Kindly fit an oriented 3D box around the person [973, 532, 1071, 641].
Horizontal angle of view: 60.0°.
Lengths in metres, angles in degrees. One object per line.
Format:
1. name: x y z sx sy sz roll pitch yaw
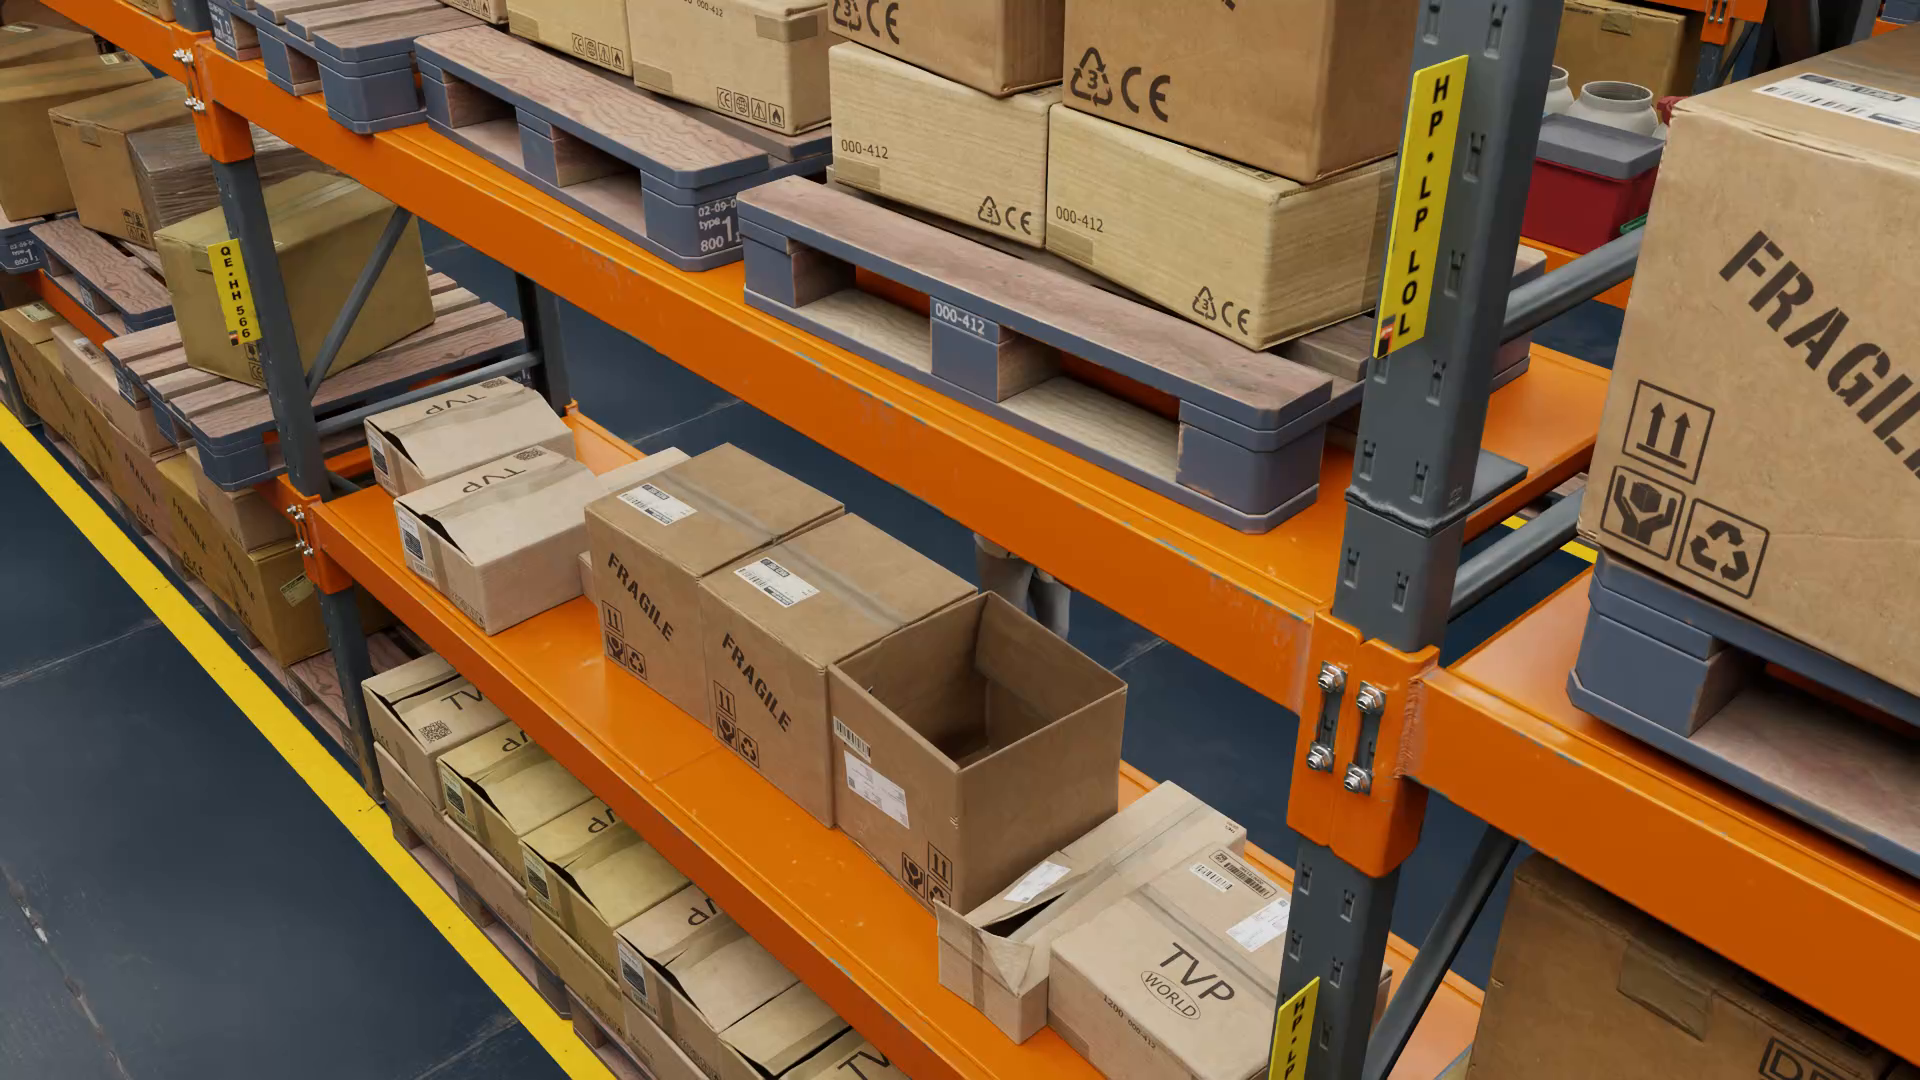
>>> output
1. person: 0.282 0.041 6.044 0.461 1.686 0.563 -26 40 -35
